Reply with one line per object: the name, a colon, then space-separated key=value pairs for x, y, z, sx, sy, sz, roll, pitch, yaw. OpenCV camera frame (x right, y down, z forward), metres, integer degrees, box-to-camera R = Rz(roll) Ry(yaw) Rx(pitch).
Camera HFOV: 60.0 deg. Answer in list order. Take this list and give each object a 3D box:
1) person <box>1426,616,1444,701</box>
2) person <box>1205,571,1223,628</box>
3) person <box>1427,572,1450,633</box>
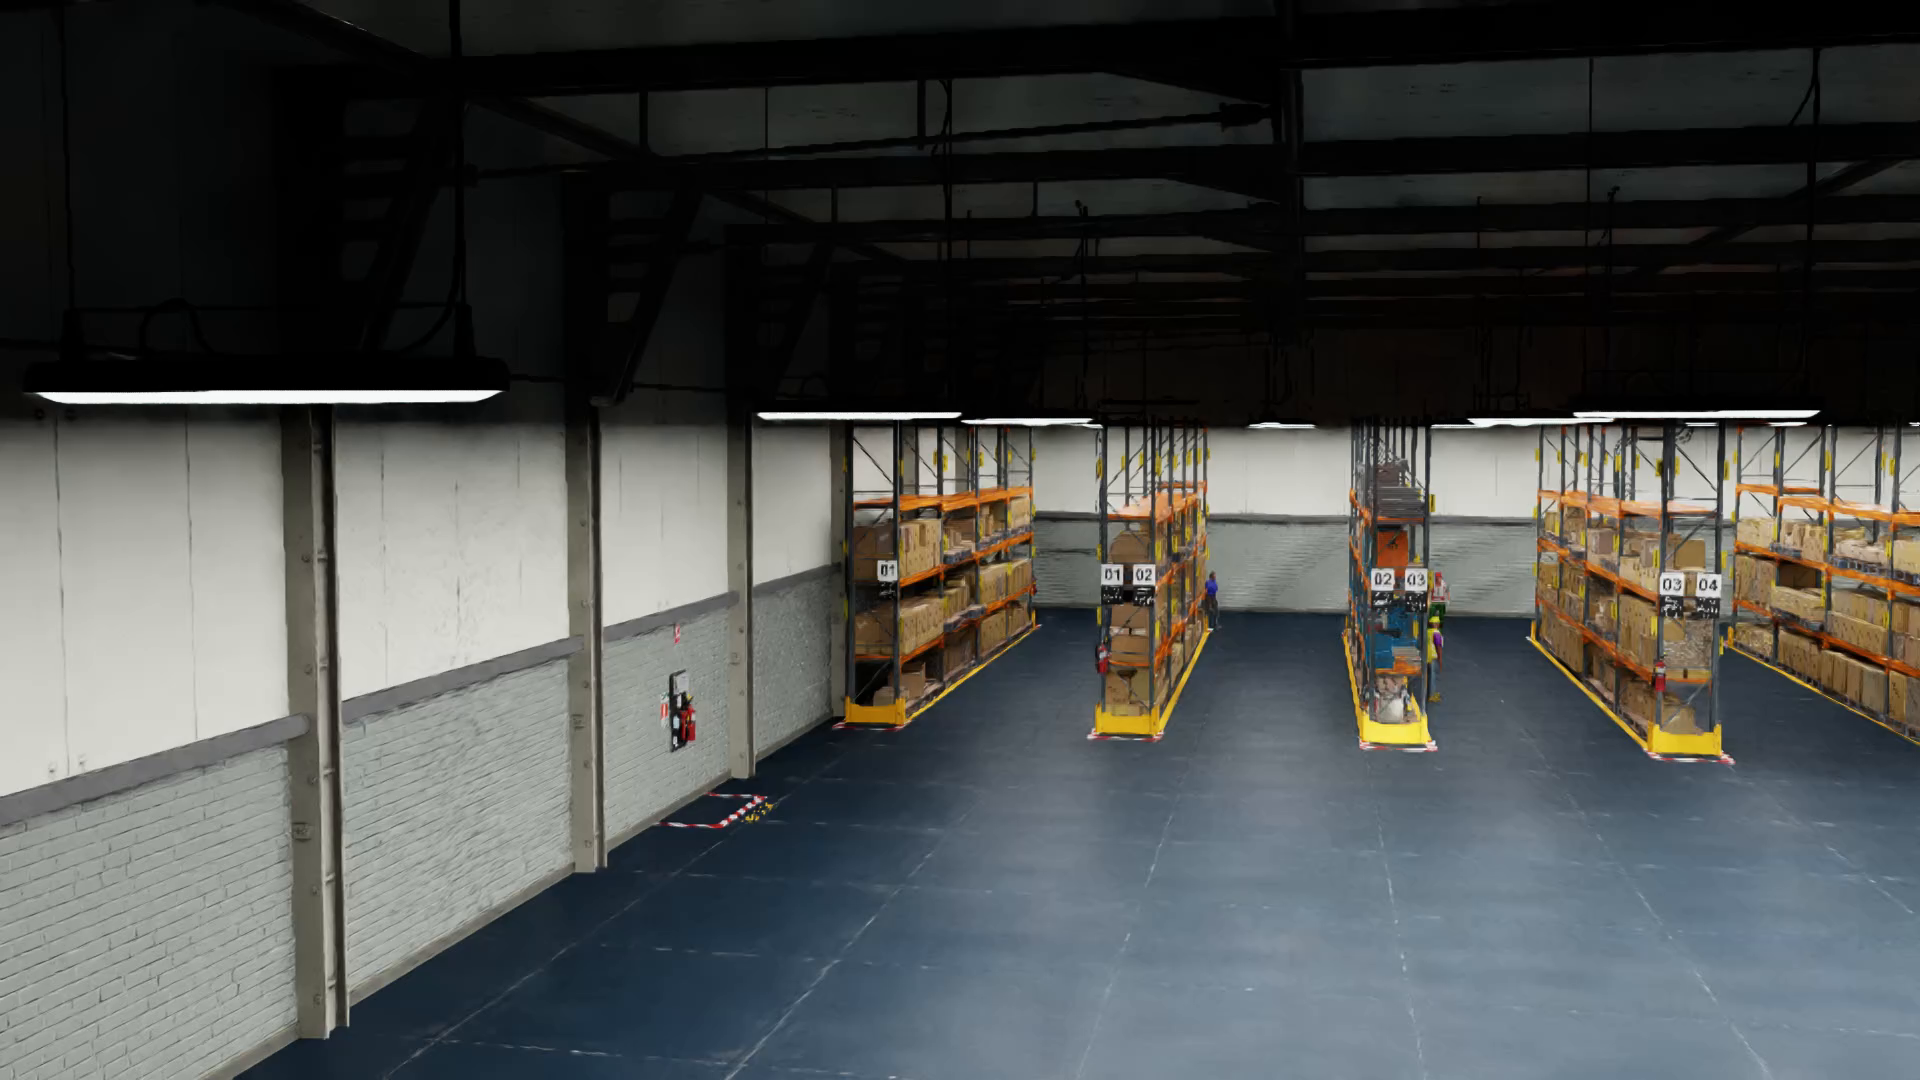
person: x=10.048 y=2.479 z=35.152 sx=0.464 sy=1.772 sz=0.645 roll=-1 pitch=4 yaw=-11
person: x=7.251 y=1.707 z=48.029 sx=0.540 sy=1.640 sz=0.576 roll=-3 pitch=5 yaw=-38
person: x=13.409 y=1.753 z=46.700 sx=0.677 sy=1.742 sz=0.552 roll=1 pitch=4 yaw=10
